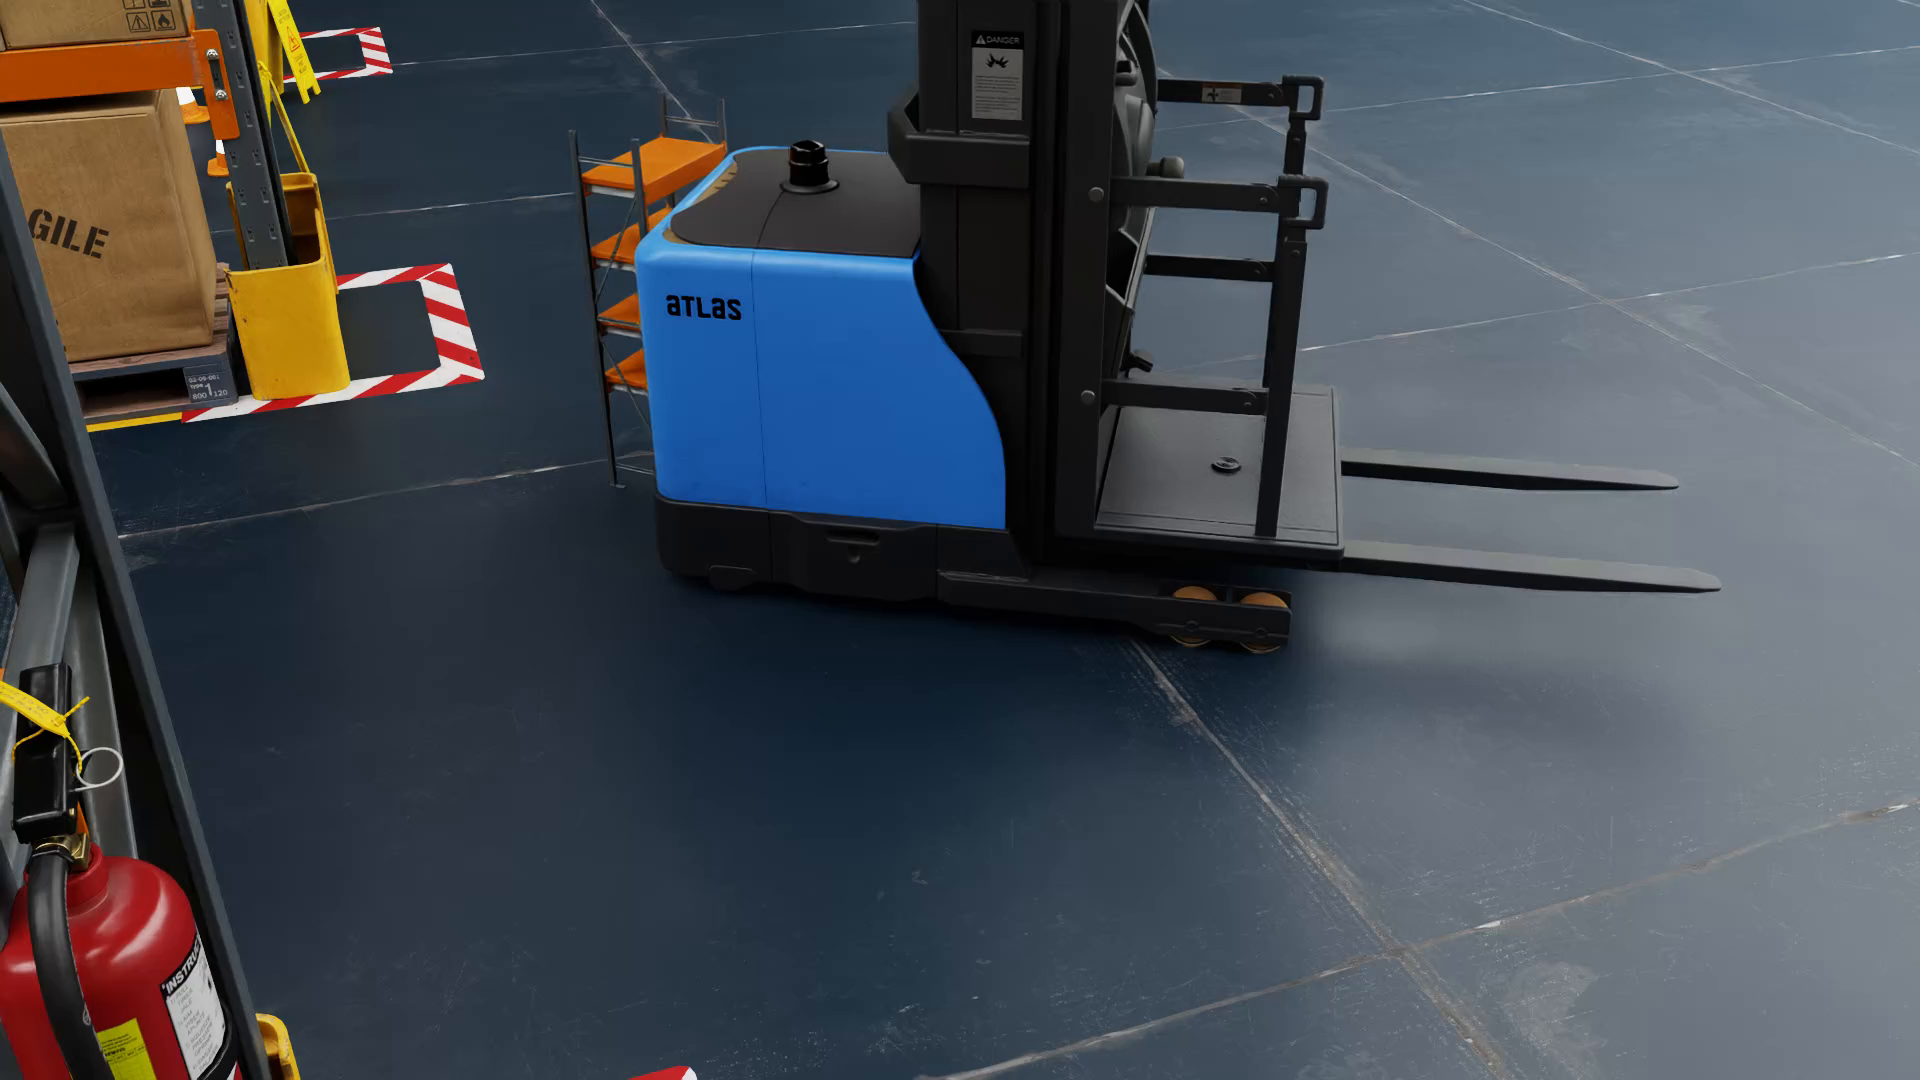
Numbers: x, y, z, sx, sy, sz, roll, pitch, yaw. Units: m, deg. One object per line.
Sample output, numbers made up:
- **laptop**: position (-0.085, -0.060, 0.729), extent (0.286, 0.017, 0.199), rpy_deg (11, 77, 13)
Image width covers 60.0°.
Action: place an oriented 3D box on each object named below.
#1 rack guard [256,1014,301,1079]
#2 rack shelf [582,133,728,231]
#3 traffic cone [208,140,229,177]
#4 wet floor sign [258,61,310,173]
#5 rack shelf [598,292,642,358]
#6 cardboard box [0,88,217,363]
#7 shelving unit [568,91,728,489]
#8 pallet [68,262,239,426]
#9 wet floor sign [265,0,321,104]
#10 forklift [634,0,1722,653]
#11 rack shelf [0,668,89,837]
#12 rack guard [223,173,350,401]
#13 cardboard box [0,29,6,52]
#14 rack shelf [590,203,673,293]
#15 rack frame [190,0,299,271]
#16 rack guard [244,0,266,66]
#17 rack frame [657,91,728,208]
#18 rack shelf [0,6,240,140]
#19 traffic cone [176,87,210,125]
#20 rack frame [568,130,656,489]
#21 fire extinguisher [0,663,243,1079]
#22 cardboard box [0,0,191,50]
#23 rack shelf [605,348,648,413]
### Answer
- **rack guard**: position (-1.110, 1.314, 2.439), extent (0.348, 0.500, 1.175), rpy_deg (-10, 31, -18)
- **rack shelf**: position (-0.961, -1.132, 5.231), extent (0.258, 0.148, 0.480), rpy_deg (12, 32, 20)
- **traffic cone**: position (-3.742, -2.152, 8.560), extent (0.334, 0.463, 0.336), rpy_deg (-10, 31, -18)
- **wet floor sign**: position (-3.337, -2.005, 8.117), extent (0.232, 0.644, 0.267), rpy_deg (-16, 33, -26)
- **rack shelf**: position (-0.960, -0.732, 5.459), extent (0.258, 0.148, 0.480), rpy_deg (12, 32, 20)
- **cardboard box**: position (-3.286, -1.216, 6.076), extent (0.875, 0.875, 0.875), rpy_deg (-10, 31, -17)
- **shelving unit**: position (-0.960, -0.791, 5.425), extent (0.258, 1.200, 0.503), rpy_deg (12, 32, 20)
- **pallet**: position (-3.396, -0.718, 6.297), extent (1.213, 0.211, 1.003), rpy_deg (-10, 31, -18)
- **wet floor sign**: position (-3.943, -2.897, 9.682), extent (0.232, 0.644, 0.267), rpy_deg (0, 30, 0)
- **forklift**: position (0.662, -1.241, 4.467), extent (3.031, 2.935, 1.130), rpy_deg (5, 30, 9)
- **rack shelf**: position (-2.913, 0.872, 1.415), extent (4.000, 0.370, 1.077), rpy_deg (-10, 31, -18)
- **rack guard**: position (-2.651, -1.022, 6.539), extent (0.348, 0.500, 1.175), rpy_deg (-10, 31, -18)
- **cardboard box**: position (-3.513, -1.979, 5.542), extent (0.550, 0.550, 0.875), rpy_deg (-10, 31, -18)
- **rack shelf**: position (-0.960, -0.927, 5.348), extent (0.258, 0.148, 0.480), rpy_deg (12, 32, 20)
- **rack frame**: position (-2.673, -2.104, 5.913), extent (0.127, 3.000, 1.000), rpy_deg (-10, 31, -18)
- **rack guard**: position (-4.565, -3.284, 10.509), extent (0.348, 0.500, 1.175), rpy_deg (-10, 31, -18)
- **rack frame**: position (-0.862, -0.901, 5.620), extent (0.240, 1.200, 0.015), rpy_deg (12, 32, 20)
- **rack shelf**: position (-4.548, -1.446, 5.485), extent (4.000, 0.370, 1.077), rpy_deg (-10, 31, -18)
- **traffic cone**: position (-4.447, -2.608, 9.360), extent (0.334, 0.463, 0.336), rpy_deg (-10, 31, -18)
- **rack frame**: position (-1.058, -0.680, 5.231), extent (0.240, 1.200, 0.015), rpy_deg (12, 32, 20)
- **fire extinguisher**: position (-0.771, 0.442, 1.522), extent (0.183, 0.674, 0.296), rpy_deg (-10, 31, -18)
- **cardboard box**: position (-3.005, -2.084, 5.726), extent (0.550, 0.550, 0.875), rpy_deg (-10, 31, -18)
- **rack shelf**: position (-0.960, -0.560, 5.557), extent (0.258, 0.148, 0.480), rpy_deg (12, 32, 20)
